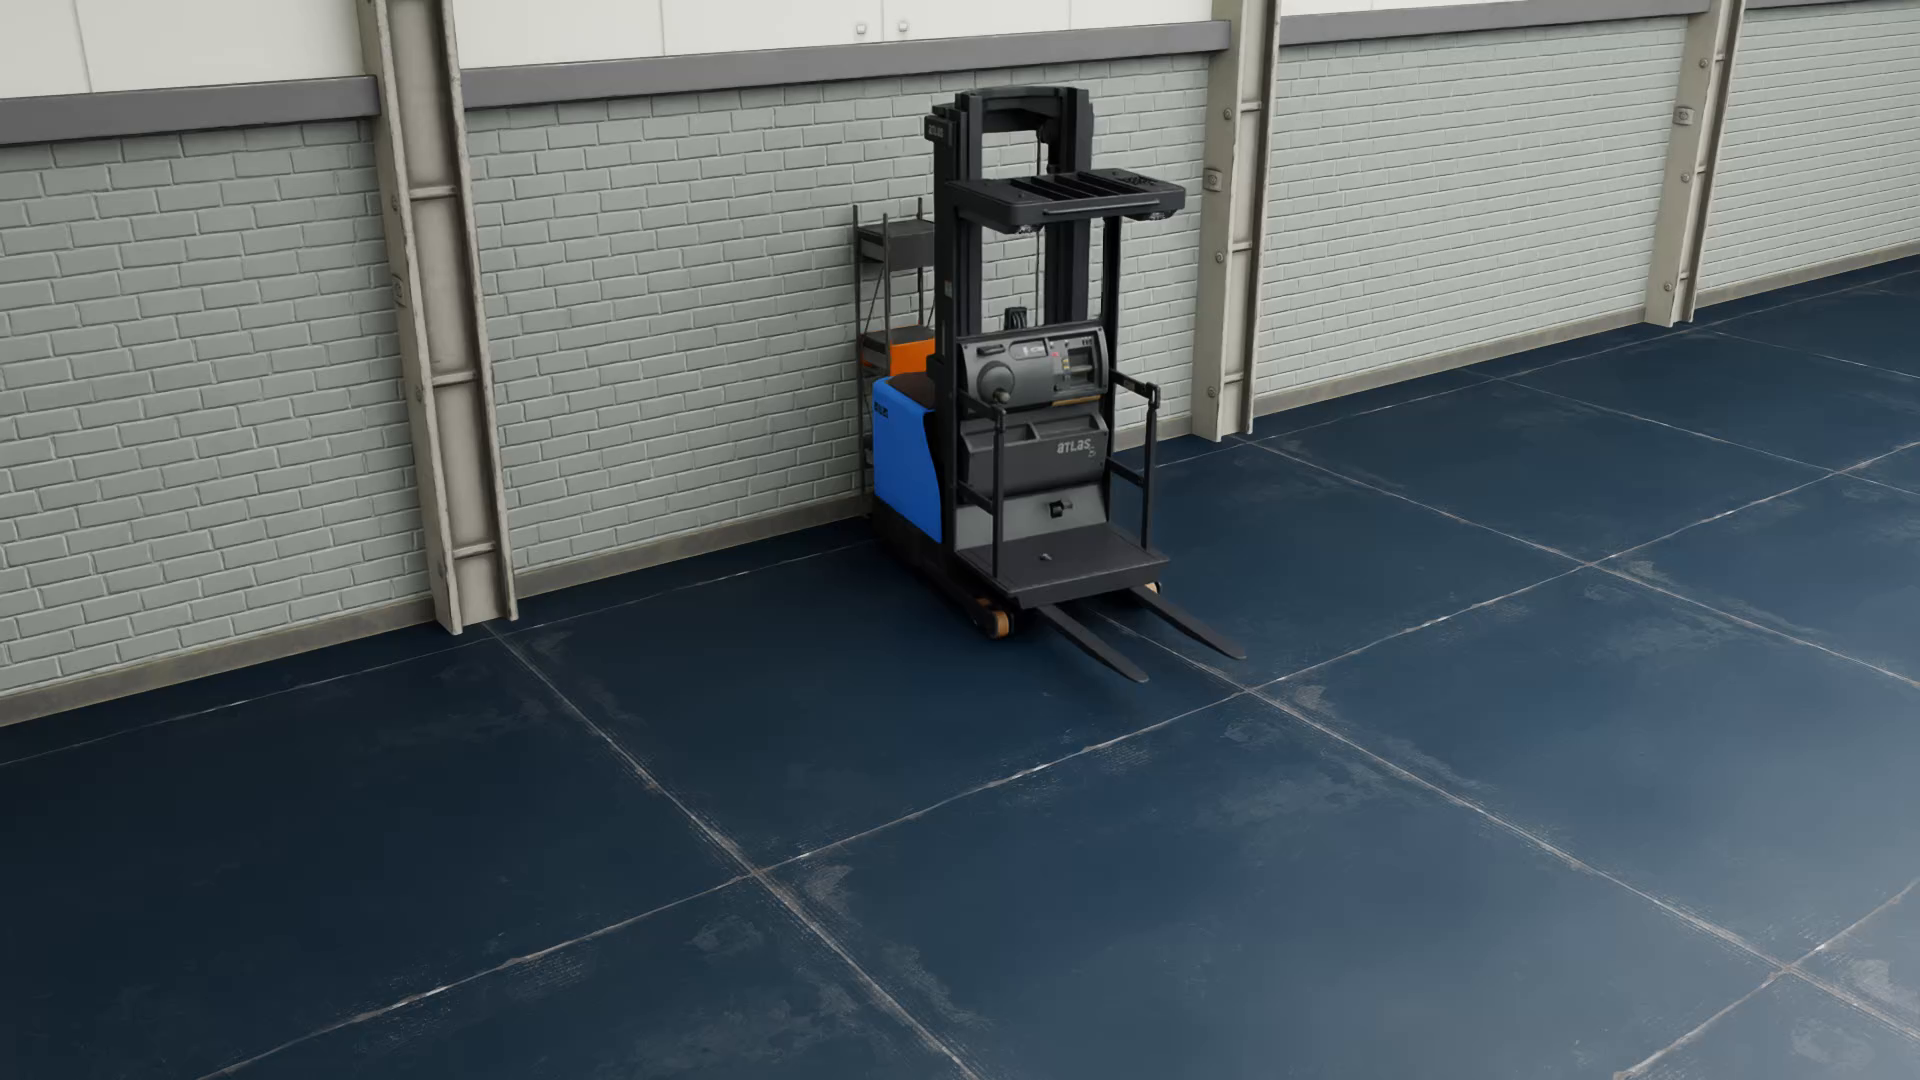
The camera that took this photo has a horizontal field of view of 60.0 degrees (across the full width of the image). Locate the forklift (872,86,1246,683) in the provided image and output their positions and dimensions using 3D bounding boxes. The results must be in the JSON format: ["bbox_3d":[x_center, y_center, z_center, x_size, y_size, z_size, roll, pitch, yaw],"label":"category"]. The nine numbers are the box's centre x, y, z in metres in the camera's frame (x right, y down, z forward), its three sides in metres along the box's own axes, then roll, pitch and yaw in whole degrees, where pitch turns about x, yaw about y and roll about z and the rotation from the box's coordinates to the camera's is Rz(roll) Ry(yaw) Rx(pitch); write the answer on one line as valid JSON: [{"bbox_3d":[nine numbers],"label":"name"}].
[{"bbox_3d":[0.535,-0.985,9.411,1.130,2.935,3.031,-10,24,-25],"label":"forklift"}]

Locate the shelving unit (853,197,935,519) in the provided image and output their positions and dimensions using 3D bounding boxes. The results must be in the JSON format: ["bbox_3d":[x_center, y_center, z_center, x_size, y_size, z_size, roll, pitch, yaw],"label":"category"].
[{"bbox_3d":[-0.357,-1.139,10.895,0.503,2.100,0.431,-14,25,-31],"label":"shelving unit"}]

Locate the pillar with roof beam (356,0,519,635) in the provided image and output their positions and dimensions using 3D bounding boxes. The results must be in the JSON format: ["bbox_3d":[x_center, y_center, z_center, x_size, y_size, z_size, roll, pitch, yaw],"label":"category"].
[{"bbox_3d":[-0.318,-2.426,4.835,0.400,9.000,9.100,-15,26,-33],"label":"pillar with roof beam"}]

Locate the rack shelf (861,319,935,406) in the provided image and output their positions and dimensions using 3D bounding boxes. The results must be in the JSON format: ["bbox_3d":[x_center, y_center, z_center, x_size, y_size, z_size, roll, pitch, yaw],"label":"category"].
[{"bbox_3d":[-0.357,-1.126,10.900,0.480,0.518,0.431,-14,25,-31],"label":"rack shelf"}]

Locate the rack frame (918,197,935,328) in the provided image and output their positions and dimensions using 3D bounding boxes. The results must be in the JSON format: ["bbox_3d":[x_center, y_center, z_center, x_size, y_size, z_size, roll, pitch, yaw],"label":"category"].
[{"bbox_3d":[-0.155,-1.188,11.022,0.015,2.100,0.400,-14,25,-31],"label":"rack frame"}]

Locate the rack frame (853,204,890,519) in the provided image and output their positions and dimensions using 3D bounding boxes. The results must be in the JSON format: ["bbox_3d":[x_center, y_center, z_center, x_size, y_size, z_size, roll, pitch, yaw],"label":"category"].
[{"bbox_3d":[-0.559,-1.089,10.768,0.015,2.100,0.400,-14,25,-31],"label":"rack frame"}]

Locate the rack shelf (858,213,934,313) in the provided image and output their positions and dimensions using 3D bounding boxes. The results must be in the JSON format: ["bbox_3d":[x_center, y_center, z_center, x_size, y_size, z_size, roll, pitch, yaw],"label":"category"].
[{"bbox_3d":[-0.358,-1.779,10.647,0.480,0.518,0.431,-14,25,-31],"label":"rack shelf"}]

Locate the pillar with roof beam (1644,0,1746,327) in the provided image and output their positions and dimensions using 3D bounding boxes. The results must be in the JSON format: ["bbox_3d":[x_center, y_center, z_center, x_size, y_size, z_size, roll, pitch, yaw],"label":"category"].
[{"bbox_3d":[9.423,-5.024,11.345,0.400,9.000,9.100,-15,26,-33],"label":"pillar with roof beam"}]

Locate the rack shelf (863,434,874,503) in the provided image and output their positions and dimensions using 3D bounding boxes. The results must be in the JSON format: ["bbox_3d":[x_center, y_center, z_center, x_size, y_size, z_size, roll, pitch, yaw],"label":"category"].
[{"bbox_3d":[-0.355,-0.473,11.153,0.480,0.518,0.431,-14,25,-31],"label":"rack shelf"}]

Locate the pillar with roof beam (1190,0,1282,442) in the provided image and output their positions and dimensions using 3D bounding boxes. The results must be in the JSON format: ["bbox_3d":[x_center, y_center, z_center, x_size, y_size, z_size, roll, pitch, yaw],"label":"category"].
[{"bbox_3d":[4.552,-3.725,8.090,0.400,9.000,9.100,-15,26,-33],"label":"pillar with roof beam"}]
